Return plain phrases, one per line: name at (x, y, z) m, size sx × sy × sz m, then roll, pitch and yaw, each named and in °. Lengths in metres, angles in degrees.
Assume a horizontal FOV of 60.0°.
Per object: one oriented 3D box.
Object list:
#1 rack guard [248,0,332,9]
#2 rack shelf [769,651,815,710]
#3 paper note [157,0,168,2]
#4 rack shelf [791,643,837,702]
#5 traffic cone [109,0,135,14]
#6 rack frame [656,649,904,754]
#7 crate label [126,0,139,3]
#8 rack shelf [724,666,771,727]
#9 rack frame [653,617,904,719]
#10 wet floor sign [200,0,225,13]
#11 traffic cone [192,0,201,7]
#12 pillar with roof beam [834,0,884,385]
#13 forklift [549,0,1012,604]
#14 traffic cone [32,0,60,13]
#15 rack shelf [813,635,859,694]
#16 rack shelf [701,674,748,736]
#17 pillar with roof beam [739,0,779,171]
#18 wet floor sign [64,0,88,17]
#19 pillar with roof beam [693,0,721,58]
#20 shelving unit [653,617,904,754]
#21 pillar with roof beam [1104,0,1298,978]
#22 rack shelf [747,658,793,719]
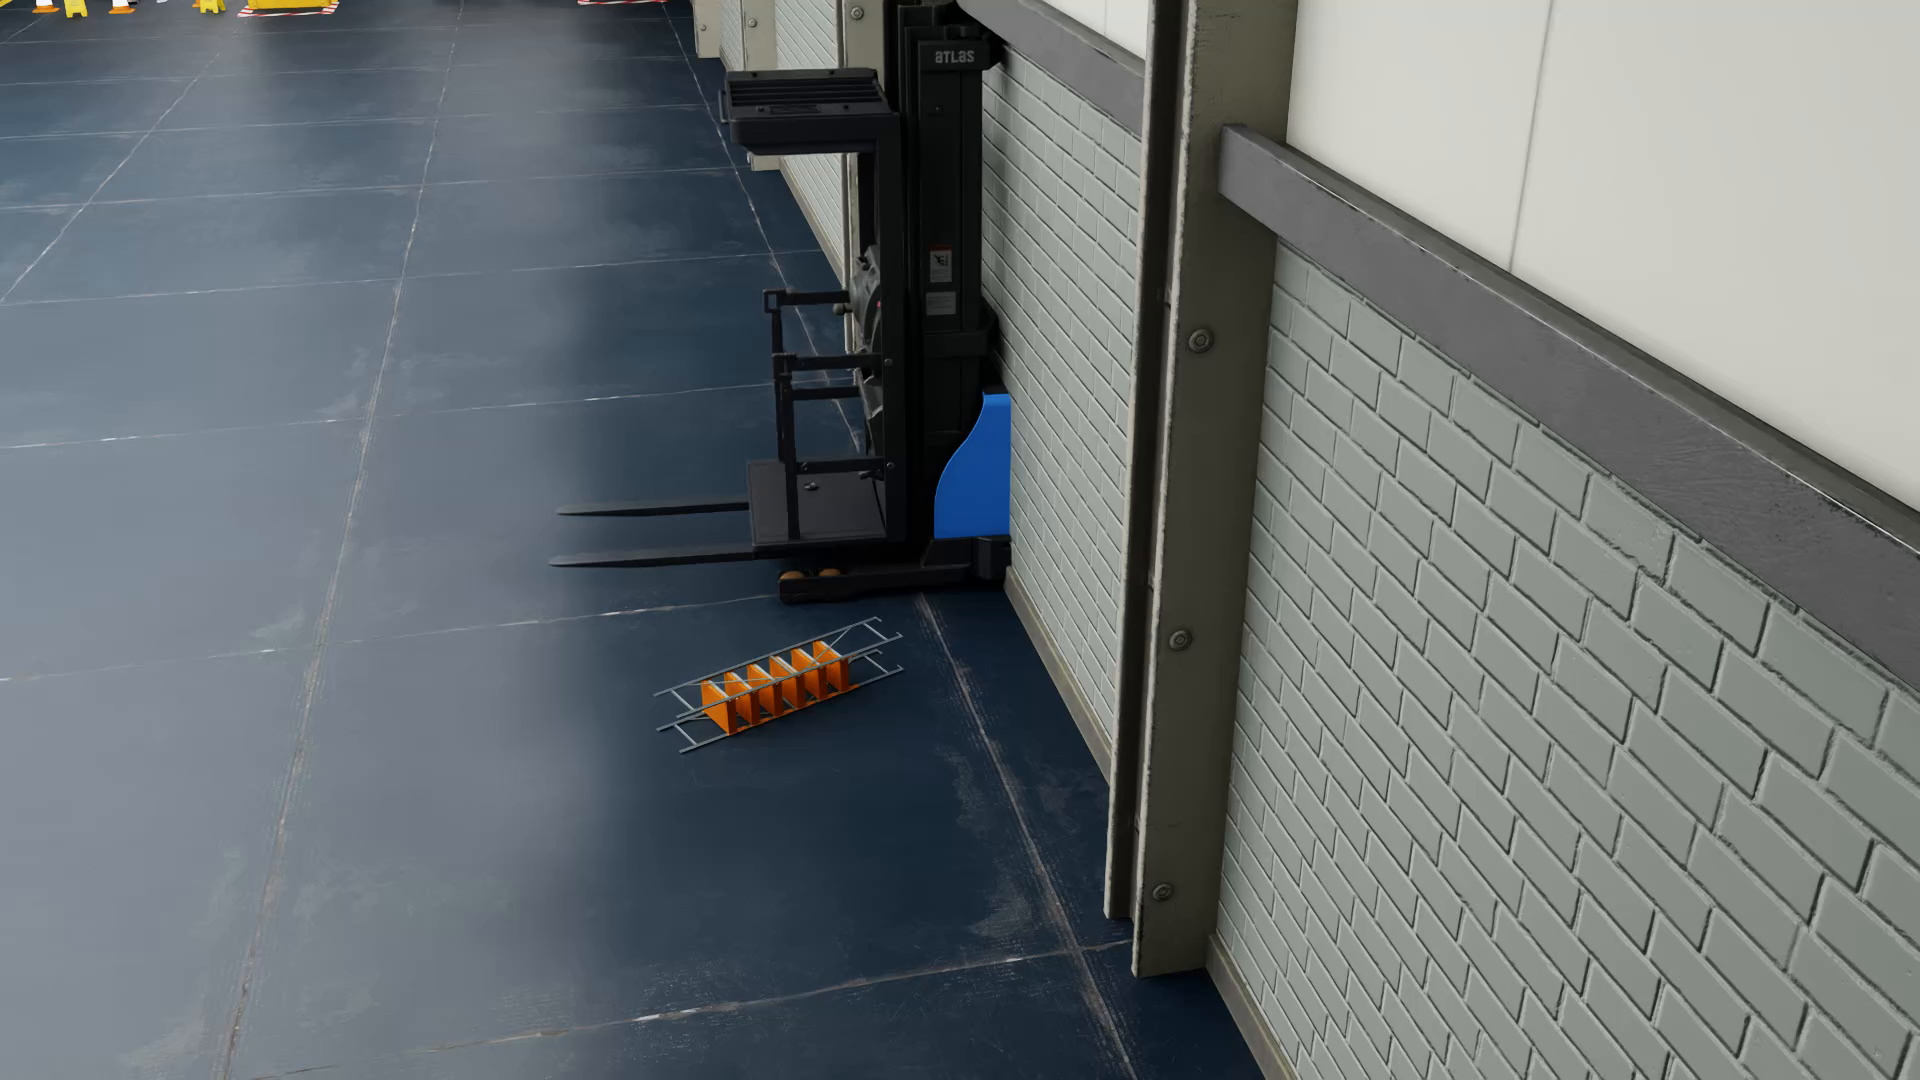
rack guard at (-10.234, -8.391, 25.319) m, size 1.175 × 0.500 × 0.348 m, roll -6°, pitch 27°, yaw -12°
rack shelf at (-0.786, 0.648, 7.752) m, size 0.103 × 0.180 × 0.258 m, roll -18°, pitch 32°, yaw -32°
paper note at (-12.369, -8.361, 25.780) m, size 0.148 × 0.019 × 0.142 m, roll -16°, pitch 31°, yaw -29°
rack shelf at (-0.689, 0.616, 7.815) m, size 0.103 × 0.180 × 0.258 m, roll -18°, pitch 32°, yaw -32°
traffic cone at (-12.576, -8.137, 24.857) m, size 0.336 × 0.463 × 0.334 m, roll -6°, pitch 27°, yaw -12°
rack frame at (-0.822, 0.741, 7.770) m, size 1.200 × 0.006 × 0.240 m, roll -18°, pitch 32°, yaw -32°
crate label at (-12.813, -8.330, 25.602) m, size 0.250 × 0.136 × 0.298 m, roll -23°, pitch 35°, yaw -38°
rack shelf at (-0.979, 0.712, 7.625) m, size 0.103 × 0.180 × 0.258 m, roll -18°, pitch 32°, yaw -32°
rack frame at (-0.822, 0.578, 7.687) m, size 1.200 × 0.006 × 0.240 m, roll -18°, pitch 32°, yaw -32°
wet floor sign at (-11.217, -8.230, 24.840) m, size 0.267 × 0.644 × 0.232 m, roll 3°, pitch 27°, yaw 6°
traffic cone at (-11.571, -8.399, 25.376) m, size 0.336 × 0.463 × 0.334 m, roll -6°, pitch 27°, yaw -12°
pillar with roof beam at (-4.798, -4.715, 8.605) m, size 9.100 × 9.000 × 0.400 m, roll -6°, pitch 27°, yaw -12°
forklift at (-0.656, -1.233, 8.439) m, size 3.031 × 2.935 × 1.130 m, roll -4°, pitch 27°, yaw -8°
traffic cone at (-13.753, -8.171, 24.925) m, size 0.336 × 0.463 × 0.334 m, roll -6°, pitch 27°, yaw -12°
rack shelf at (-0.593, 0.584, 7.879) m, size 0.103 × 0.180 × 0.258 m, roll -18°, pitch 32°, yaw -32°
rack shelf at (-1.076, 0.744, 7.562) m, size 0.103 × 0.180 × 0.258 m, roll -18°, pitch 32°, yaw -32°
pillar with roof beam at (-6.151, -7.349, 13.823) m, size 9.100 × 9.000 × 0.400 m, roll -6°, pitch 27°, yaw -12°
wet floor sign at (-13.081, -8.064, 24.510) m, size 0.267 × 0.644 × 0.232 m, roll -11°, pitch 29°, yaw -20°
pillar with roof beam at (-7.503, -9.983, 19.042) m, size 9.100 × 9.000 × 0.400 m, roll -6°, pitch 27°, yaw -12°
shelving unit at (-0.822, 0.659, 7.728) m, size 1.200 × 0.189 × 0.258 m, roll -18°, pitch 32°, yaw -32°
pillar with roof beam at (-3.446, -2.081, 3.386) m, size 9.100 × 9.000 × 0.400 m, roll -6°, pitch 27°, yaw -12°
rack shelf at (-0.883, 0.680, 7.689) m, size 0.103 × 0.180 × 0.258 m, roll -18°, pitch 32°, yaw -32°
